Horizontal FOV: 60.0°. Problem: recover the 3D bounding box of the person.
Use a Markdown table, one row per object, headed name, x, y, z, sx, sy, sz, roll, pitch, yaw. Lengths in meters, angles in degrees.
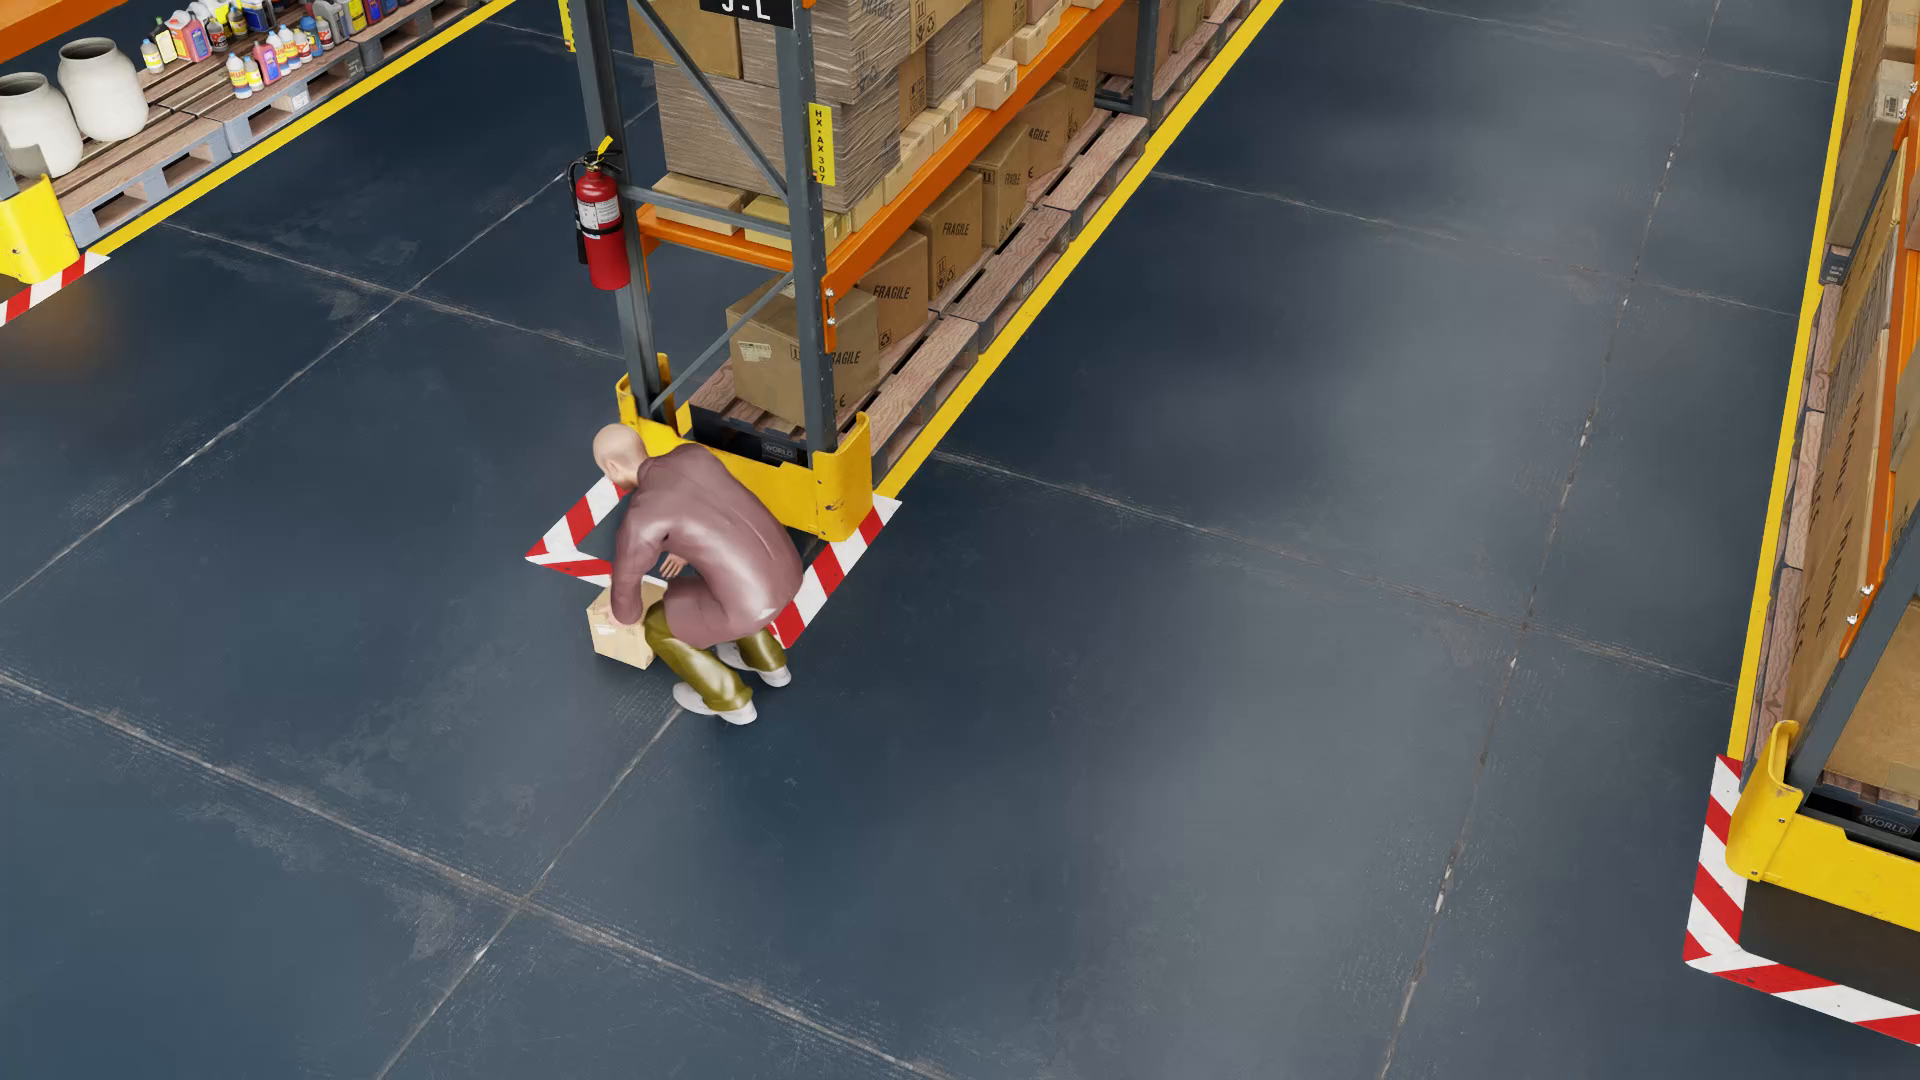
| name | x | y | z | sx | sy | sz | roll | pitch | yaw |
| --- | --- | --- | --- | --- | --- | --- | --- | --- | --- |
| person | -1.070 | 0.278 | 6.654 | 0.926 | 0.882 | 0.582 | 21 | 45 | 22 |
